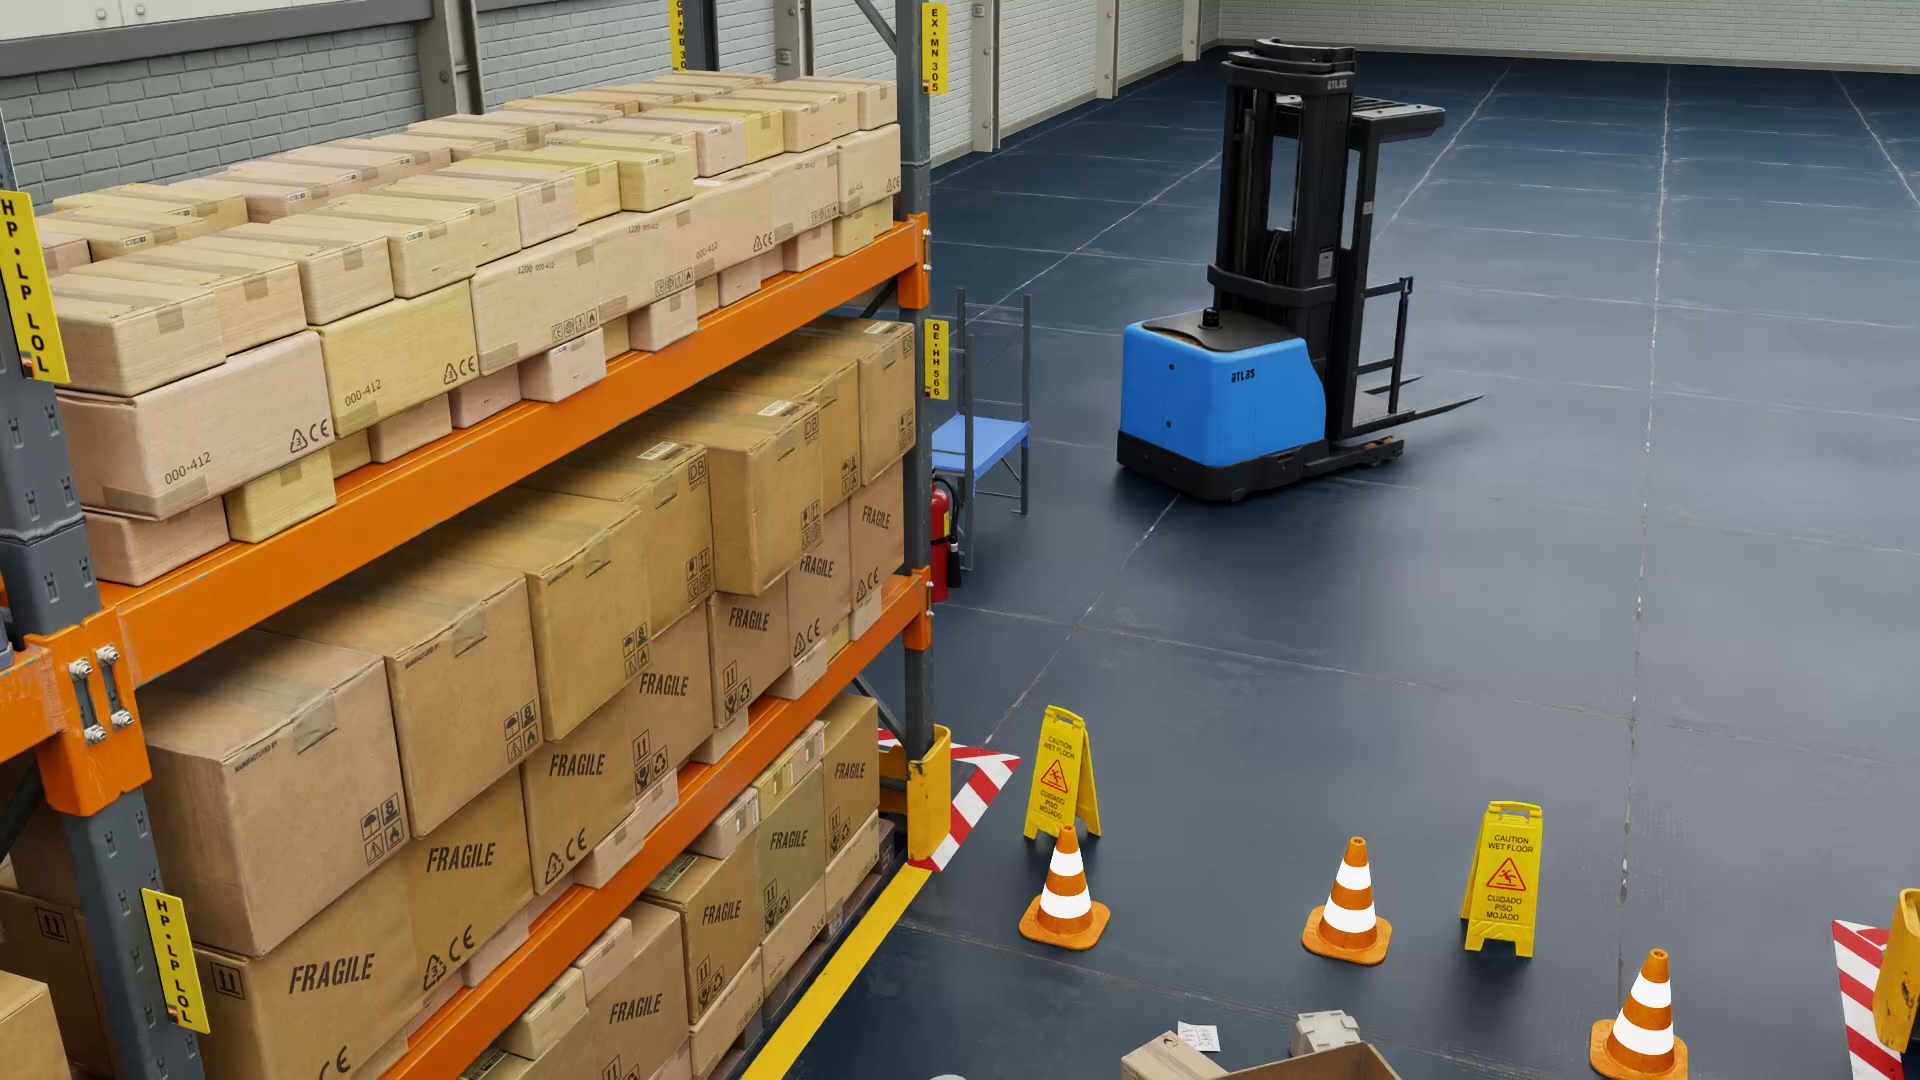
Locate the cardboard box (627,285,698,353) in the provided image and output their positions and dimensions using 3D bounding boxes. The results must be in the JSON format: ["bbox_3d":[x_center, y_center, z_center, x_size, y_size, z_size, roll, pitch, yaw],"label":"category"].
[{"bbox_3d":[-1.003,-0.674,4.906,0.380,0.149,0.250,8,24,19],"label":"cardboard box"}]

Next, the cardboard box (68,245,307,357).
[{"bbox_3d":[-1.598,-0.498,3.449,0.380,0.149,0.250,10,25,22],"label":"cardboard box"}]

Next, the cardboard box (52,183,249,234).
[{"bbox_3d":[-1.993,-0.775,4.113,0.380,0.149,0.250,10,24,22],"label":"cardboard box"}]

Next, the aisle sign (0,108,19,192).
[{"bbox_3d":[-4.914,-2.020,8.321,0.394,0.787,0.004,9,24,20],"label":"aisle sign"}]

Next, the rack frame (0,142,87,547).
[{"bbox_3d":[-2.087,-1.466,2.585,1.000,3.000,0.127,9,24,20],"label":"rack frame"}]

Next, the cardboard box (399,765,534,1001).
[{"bbox_3d":[-1.500,0.818,4.385,0.500,0.500,0.500,9,24,20],"label":"cardboard box"}]

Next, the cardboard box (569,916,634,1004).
[{"bbox_3d":[-1.229,1.242,5.093,0.380,0.149,0.250,10,25,23],"label":"cardboard box"}]

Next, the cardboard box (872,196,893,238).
[{"bbox_3d":[-0.474,-1.230,6.237,0.380,0.149,0.250,9,24,20],"label":"cardboard box"}]

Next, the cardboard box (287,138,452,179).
[{"bbox_3d":[-1.685,-1.048,4.766,0.380,0.149,0.250,9,24,21],"label":"cardboard box"}]

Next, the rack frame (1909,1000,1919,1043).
[{"bbox_3d":[4.032,0.543,5.559,1.000,3.000,0.127,9,24,20],"label":"rack frame"}]

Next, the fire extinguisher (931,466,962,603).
[{"bbox_3d":[-0.131,-0.069,7.124,0.296,0.674,0.183,9,24,20],"label":"fire extinguisher"}]

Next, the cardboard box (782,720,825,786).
[{"bbox_3d":[-0.731,0.765,6.235,0.380,0.149,0.250,10,24,22],"label":"cardboard box"}]

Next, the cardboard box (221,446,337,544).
[{"bbox_3d":[-1.592,-0.128,3.599,0.380,0.149,0.250,9,24,20],"label":"cardboard box"}]

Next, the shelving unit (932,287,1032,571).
[{"bbox_3d":[0.032,-0.723,10.534,0.538,1.500,1.048,9,24,20],"label":"shelving unit"}]

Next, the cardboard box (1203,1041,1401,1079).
[{"bbox_3d":[1.097,2.013,5.277,0.797,0.503,0.637,-7,24,-17],"label":"cardboard box"}]

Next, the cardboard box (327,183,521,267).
[{"bbox_3d":[-1.324,-0.777,4.118,0.380,0.149,0.250,8,24,18],"label":"cardboard box"}]

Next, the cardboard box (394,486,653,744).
[{"bbox_3d":[-1.301,0.175,4.626,0.700,0.500,0.500,8,24,19],"label":"cardboard box"}]

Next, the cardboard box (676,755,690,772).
[{"bbox_3d":[-1.128,0.695,5.520,0.380,0.149,0.250,9,24,20],"label":"cardboard box"}]

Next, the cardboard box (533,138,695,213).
[{"bbox_3d":[-0.991,-1.049,4.769,0.380,0.149,0.250,9,24,21],"label":"cardboard box"}]

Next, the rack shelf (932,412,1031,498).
[{"bbox_3d":[0.032,-0.557,10.603,0.538,0.185,1.000,9,24,20],"label":"rack shelf"}]

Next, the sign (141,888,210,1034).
[{"bbox_3d":[-1.571,0.846,3.331,0.100,0.325,0.005,9,24,20],"label":"sign"}]

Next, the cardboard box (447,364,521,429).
[{"bbox_3d":[-1.366,-0.411,4.276,0.380,0.149,0.250,8,24,18],"label":"cardboard box"}]

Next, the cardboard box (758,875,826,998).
[{"bbox_3d":[-0.852,1.457,6.392,0.500,0.250,0.500,9,24,20],"label":"cardboard box"}]

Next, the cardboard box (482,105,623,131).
[{"bbox_3d":[-1.317,-1.313,5.402,0.380,0.149,0.250,9,24,20],"label":"cardboard box"}]

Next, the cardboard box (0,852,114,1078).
[{"bbox_3d":[-2.153,0.924,4.131,0.500,0.500,0.500,8,24,19],"label":"cardboard box"}]

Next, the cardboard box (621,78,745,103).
[{"bbox_3d":[-1.002,-1.575,6.029,0.380,0.149,0.250,9,24,20],"label":"cardboard box"}]

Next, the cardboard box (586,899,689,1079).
[{"bbox_3d":[-1.235,1.480,5.365,0.500,0.500,0.500,10,25,23],"label":"cardboard box"}]

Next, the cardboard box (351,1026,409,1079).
[{"bbox_3d":[-1.627,1.253,4.184,0.380,0.149,0.250,10,24,22],"label":"cardboard box"}]

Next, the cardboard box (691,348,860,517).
[{"bbox_3d":[-0.784,-0.380,5.956,0.700,0.500,0.500,9,24,21],"label":"cardboard box"}]

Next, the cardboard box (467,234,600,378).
[{"bbox_3d":[-1.289,-0.632,4.288,0.500,0.250,0.500,9,24,21],"label":"cardboard box"}]

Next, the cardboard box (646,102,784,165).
[{"bbox_3d":[-0.804,-1.338,5.462,0.380,0.149,0.250,9,24,20],"label":"cardboard box"}]

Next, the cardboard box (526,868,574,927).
[{"bbox_3d":[-1.362,0.970,4.861,0.380,0.149,0.250,9,24,20],"label":"cardboard box"}]

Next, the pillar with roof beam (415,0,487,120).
[{"bbox_3d":[-0.081,-5.018,11.088,9.100,9.000,0.400,9,24,20],"label":"pillar with roof beam"}]

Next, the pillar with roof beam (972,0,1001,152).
[{"bbox_3d":[4.376,-9.312,21.368,9.100,9.000,0.400,9,24,20],"label":"pillar with roof beam"}]

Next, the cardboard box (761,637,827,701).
[{"bbox_3d":[-0.716,0.442,6.125,0.380,0.149,0.250,9,24,21],"label":"cardboard box"}]

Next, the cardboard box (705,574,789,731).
[{"bbox_3d":[-0.927,0.278,5.678,0.500,0.500,0.500,9,24,20],"label":"cardboard box"}]

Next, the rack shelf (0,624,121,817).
[{"bbox_3d":[-2.830,0.965,1.589,1.077,0.370,4.000,9,24,20],"label":"rack shelf"}]

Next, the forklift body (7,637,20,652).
[{"bbox_3d":[-4.222,0.492,6.780,2.313,2.155,1.214,9,24,20],"label":"forklift body"}]

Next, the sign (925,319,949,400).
[{"bbox_3d":[-0.094,-0.723,6.677,0.100,0.325,0.005,9,24,20],"label":"sign"}]

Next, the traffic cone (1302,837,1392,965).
[{"bbox_3d":[1.593,1.417,6.758,0.336,0.463,0.334,9,24,20],"label":"traffic cone"}]

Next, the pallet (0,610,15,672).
[{"bbox_3d":[-2.416,0.210,2.707,1.213,0.211,1.003,9,24,20],"label":"pallet"}]

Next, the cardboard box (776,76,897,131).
[{"bbox_3d":[-0.453,-1.602,6.094,0.380,0.149,0.250,9,24,21],"label":"cardboard box"}]

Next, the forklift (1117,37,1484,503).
[{"bbox_3d":[2.622,-2.035,11.819,3.031,2.935,1.130,-15,27,-32],"label":"forklift"}]

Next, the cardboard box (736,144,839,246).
[{"bbox_3d":[-0.742,-1.182,5.605,0.500,0.250,0.500,8,24,19],"label":"cardboard box"}]

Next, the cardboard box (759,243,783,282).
[{"bbox_3d":[-0.823,-0.965,5.603,0.380,0.149,0.250,9,24,20],"label":"cardboard box"}]

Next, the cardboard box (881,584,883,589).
[{"bbox_3d":[-0.542,0.151,6.823,0.380,0.149,0.250,10,25,22],"label":"cardboard box"}]

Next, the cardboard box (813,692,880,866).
[{"bbox_3d":[-0.657,0.923,6.697,0.500,0.500,0.500,9,24,20],"label":"cardboard box"}]
